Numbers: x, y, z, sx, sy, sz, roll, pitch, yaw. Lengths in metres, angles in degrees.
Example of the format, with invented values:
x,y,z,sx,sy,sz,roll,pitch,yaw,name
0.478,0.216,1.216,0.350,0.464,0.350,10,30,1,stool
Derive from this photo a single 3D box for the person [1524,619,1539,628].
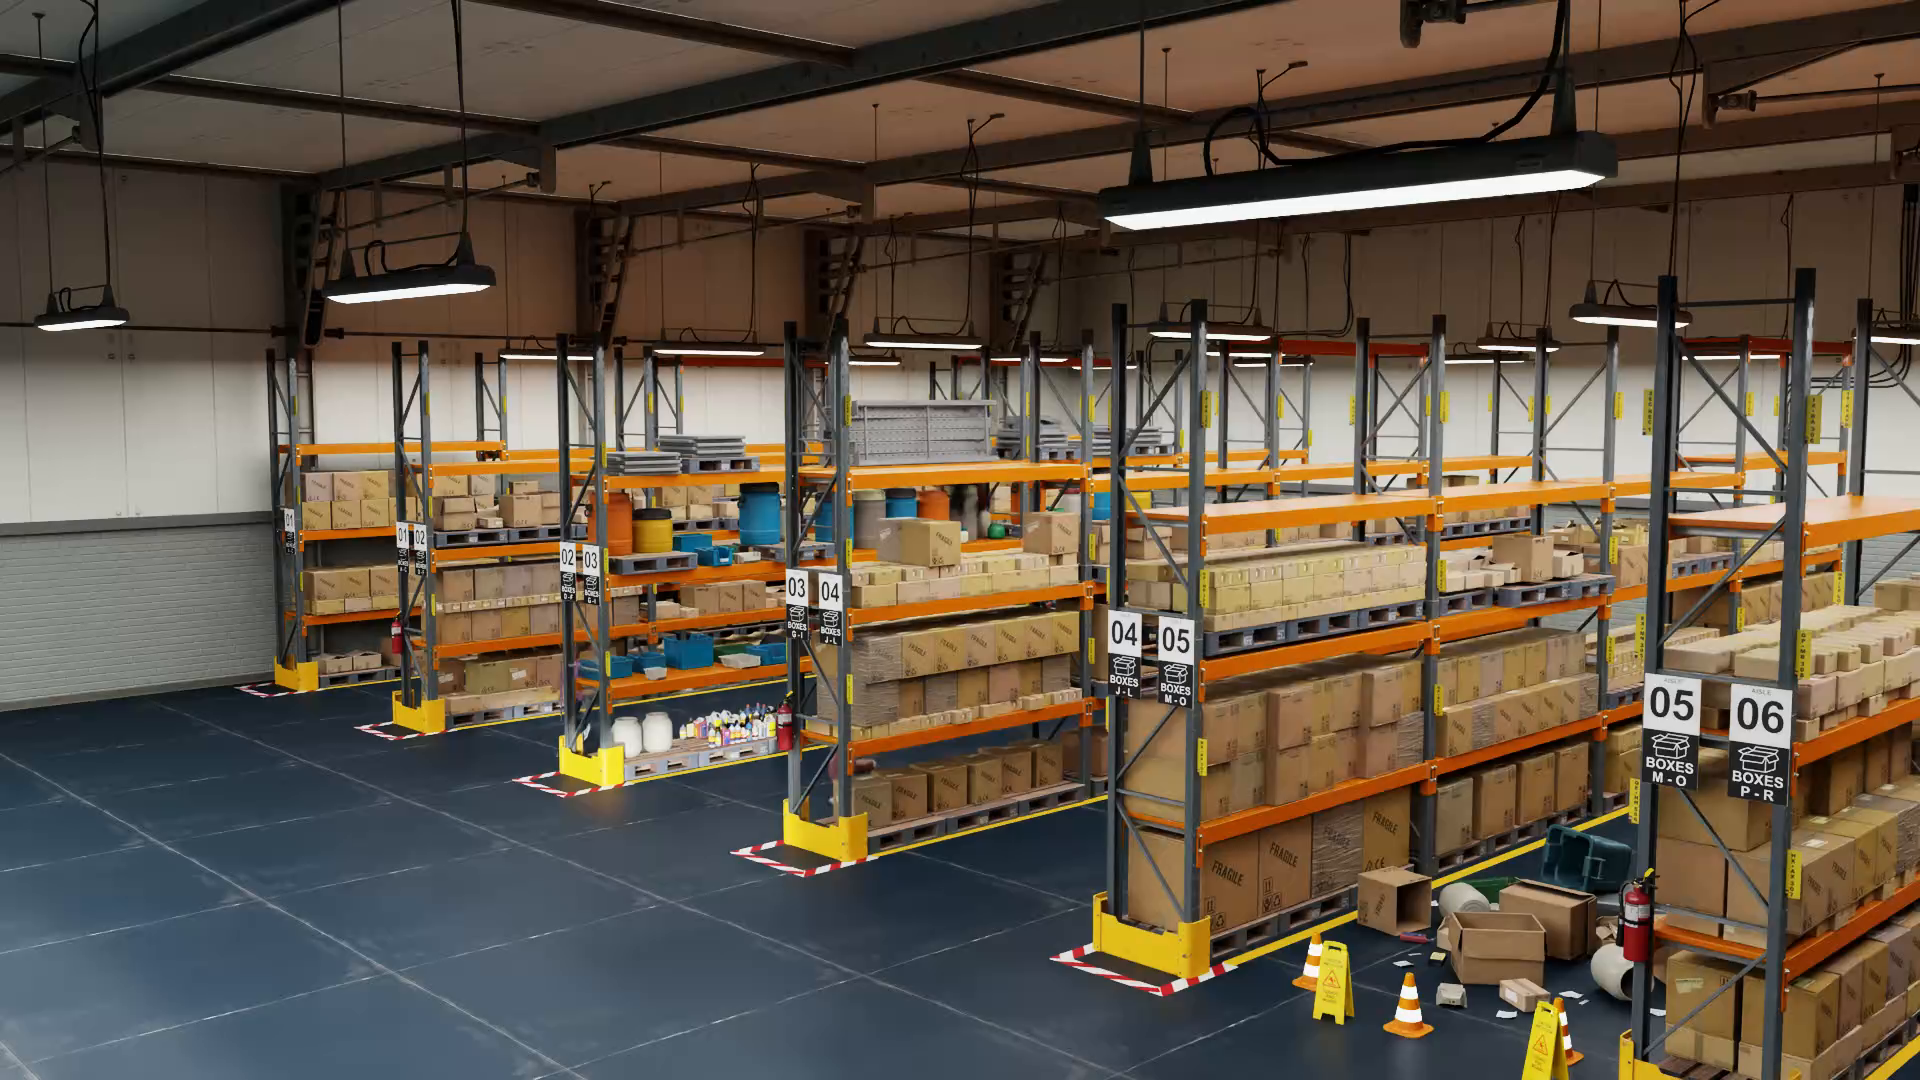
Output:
x,y,z,sx,sy,sz,roll,pitch,yaw,name
9.099,2.021,26.576,0.593,1.707,0.929,4,7,42,person

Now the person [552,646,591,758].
x,y,z,sx,sy,sz,roll,pitch,yaw,name
-5.563,2.308,24.008,0.537,1.585,0.779,2,5,26,person

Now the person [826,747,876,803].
x,y,z,sx,sy,sz,roll,pitch,yaw,name
-1.406,2.541,21.301,0.639,1.590,0.597,-5,7,-43,person
